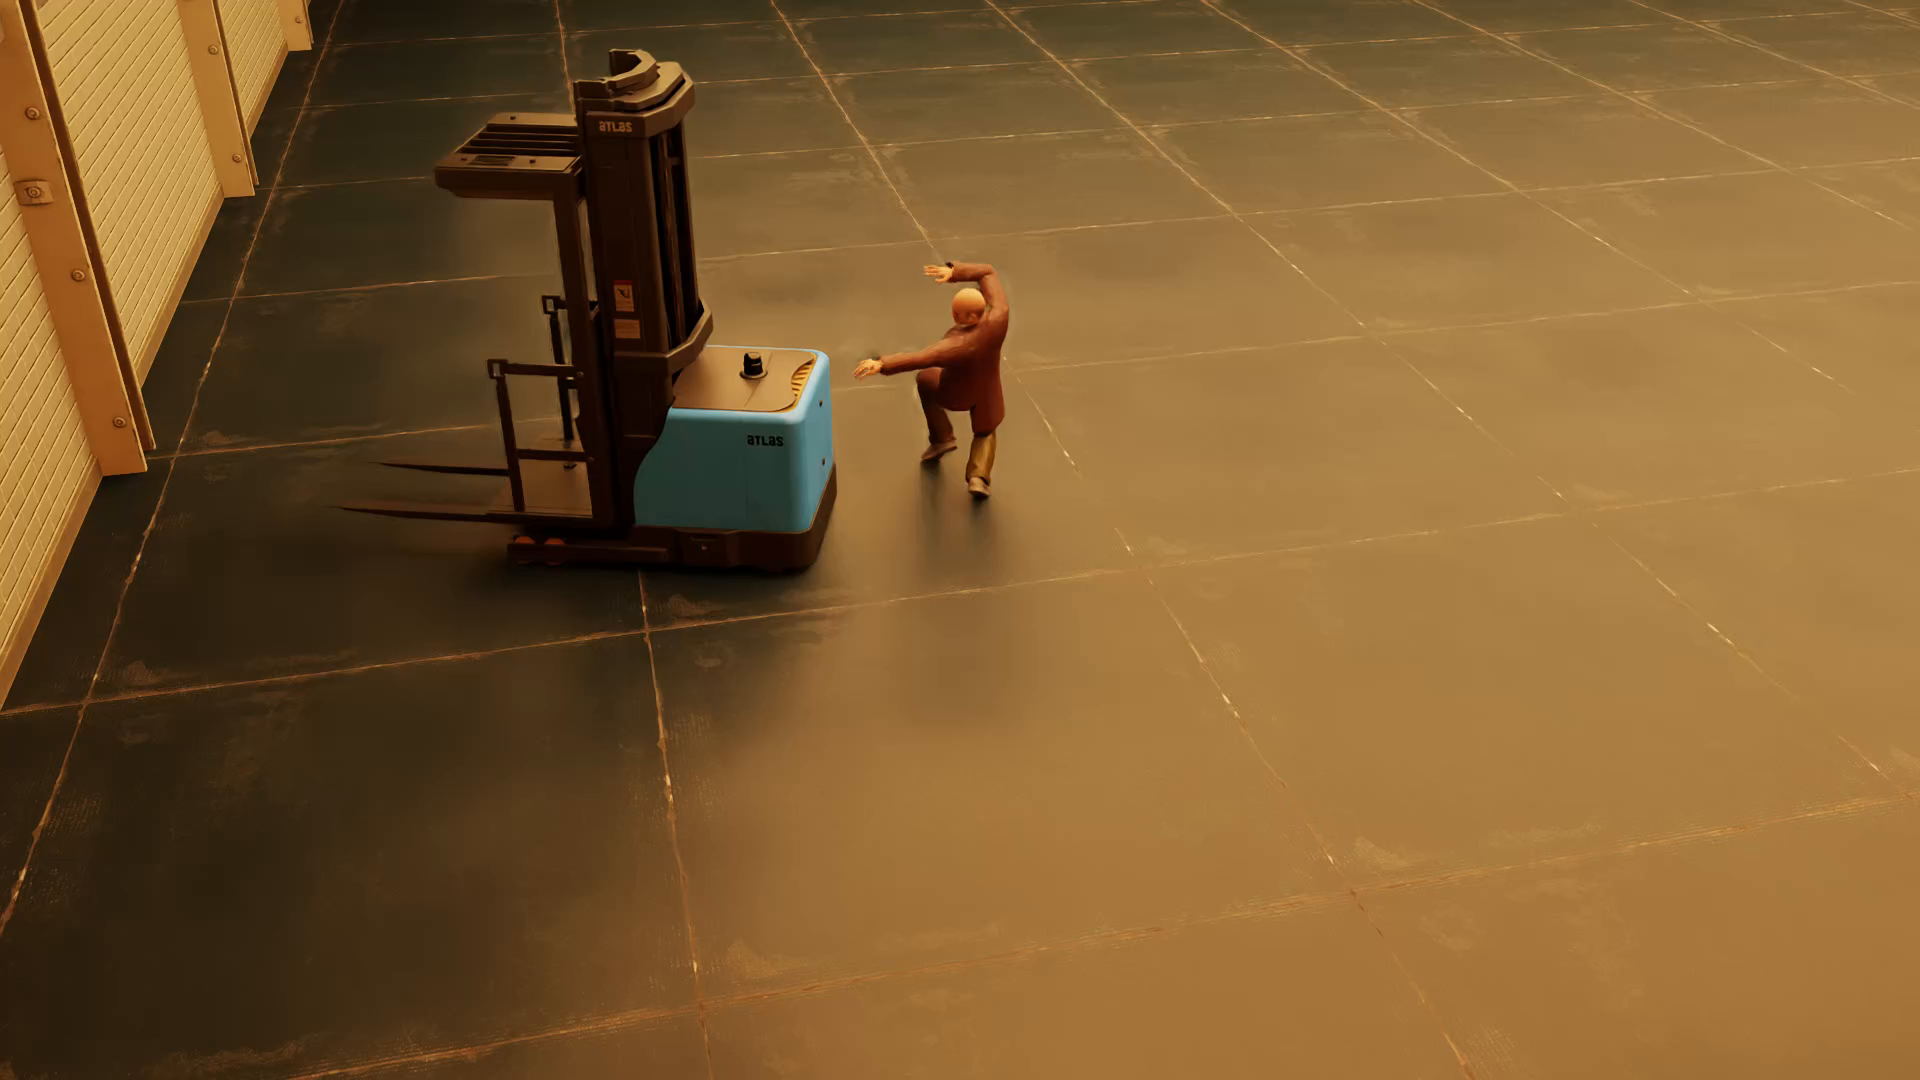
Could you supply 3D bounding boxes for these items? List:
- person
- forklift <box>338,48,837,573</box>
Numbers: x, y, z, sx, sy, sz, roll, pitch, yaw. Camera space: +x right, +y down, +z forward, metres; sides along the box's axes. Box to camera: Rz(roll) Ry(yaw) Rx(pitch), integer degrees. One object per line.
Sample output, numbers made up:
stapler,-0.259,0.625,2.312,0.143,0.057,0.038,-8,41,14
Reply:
person,-0.237,-1.016,10.755,1.153,1.565,0.930,-11,32,-18
forklift,-2.355,-1.370,9.942,3.031,2.935,1.130,3,30,5
